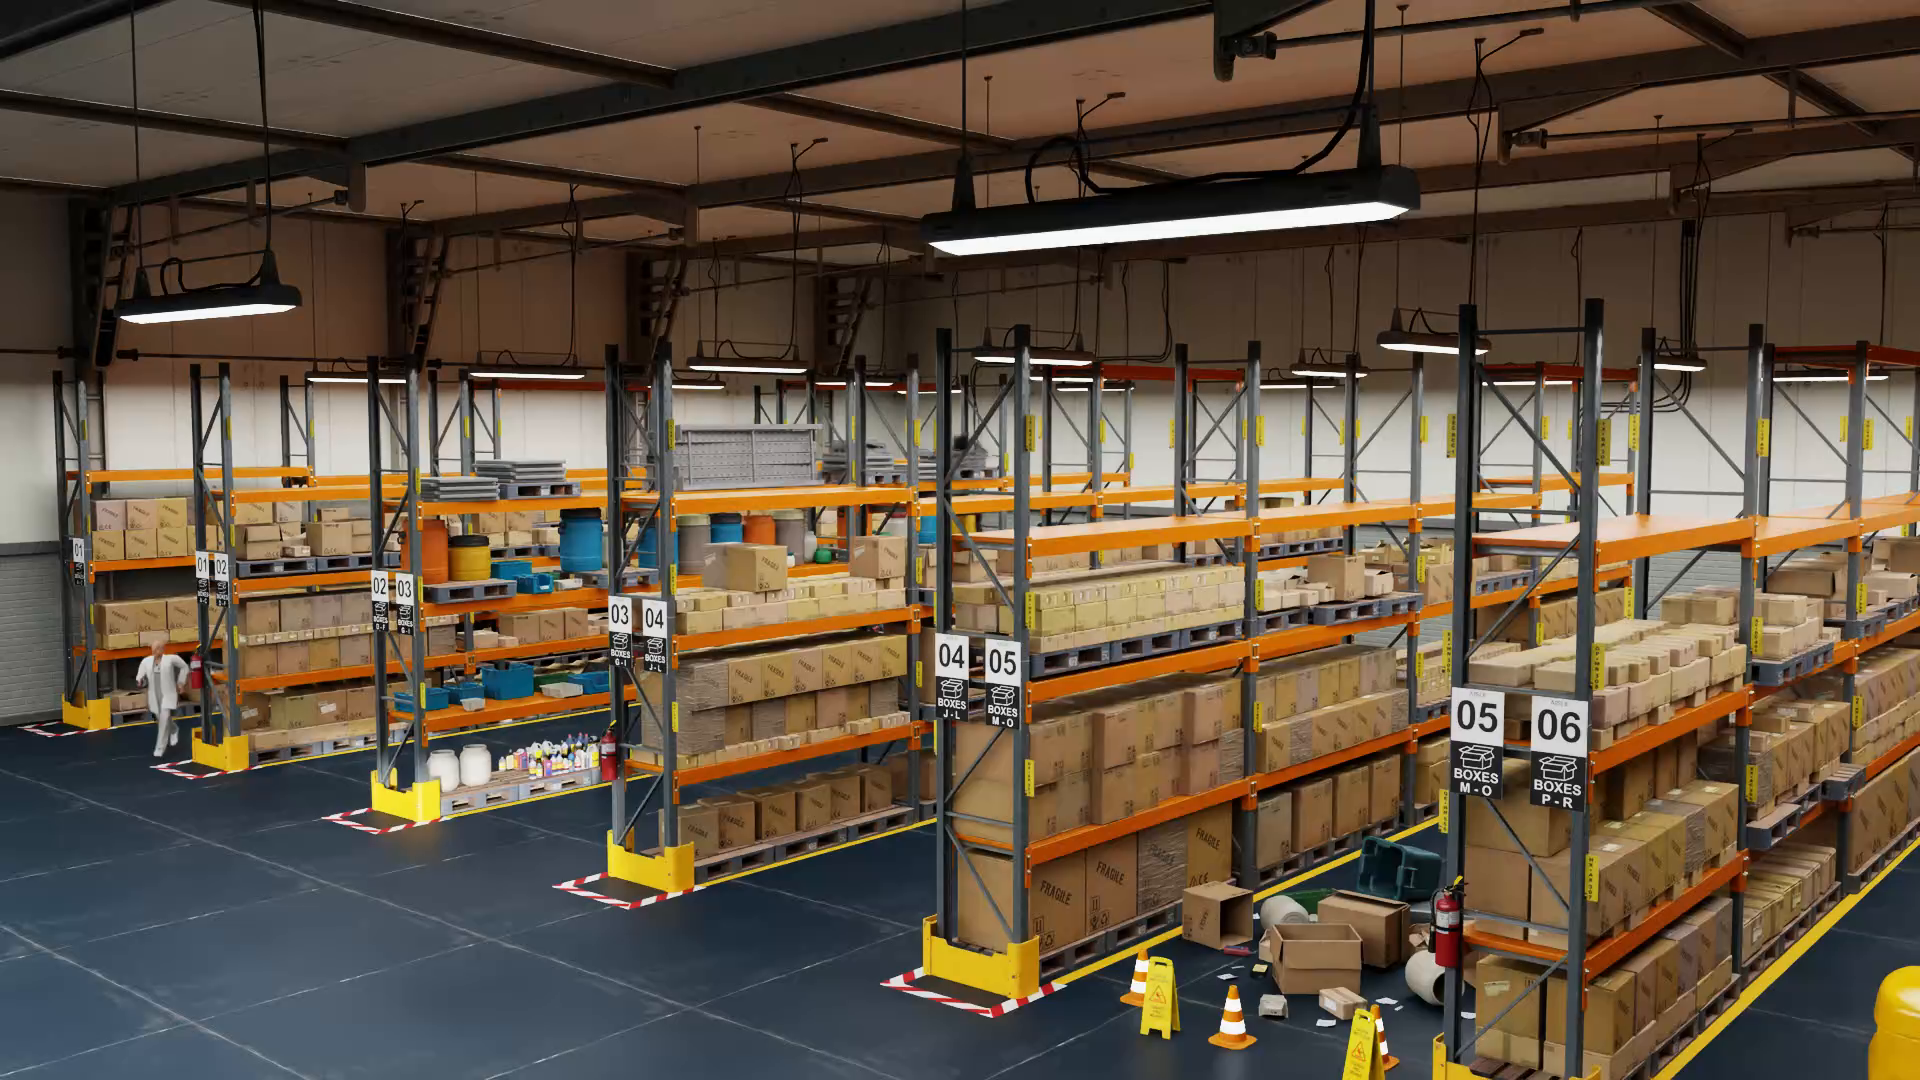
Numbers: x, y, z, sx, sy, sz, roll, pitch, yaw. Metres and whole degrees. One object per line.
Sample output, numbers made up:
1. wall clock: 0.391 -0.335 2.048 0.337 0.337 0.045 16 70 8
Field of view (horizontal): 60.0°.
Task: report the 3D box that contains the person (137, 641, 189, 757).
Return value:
1. person: -12.318 2.499 25.710 0.682 1.546 1.131 0 4 -1
